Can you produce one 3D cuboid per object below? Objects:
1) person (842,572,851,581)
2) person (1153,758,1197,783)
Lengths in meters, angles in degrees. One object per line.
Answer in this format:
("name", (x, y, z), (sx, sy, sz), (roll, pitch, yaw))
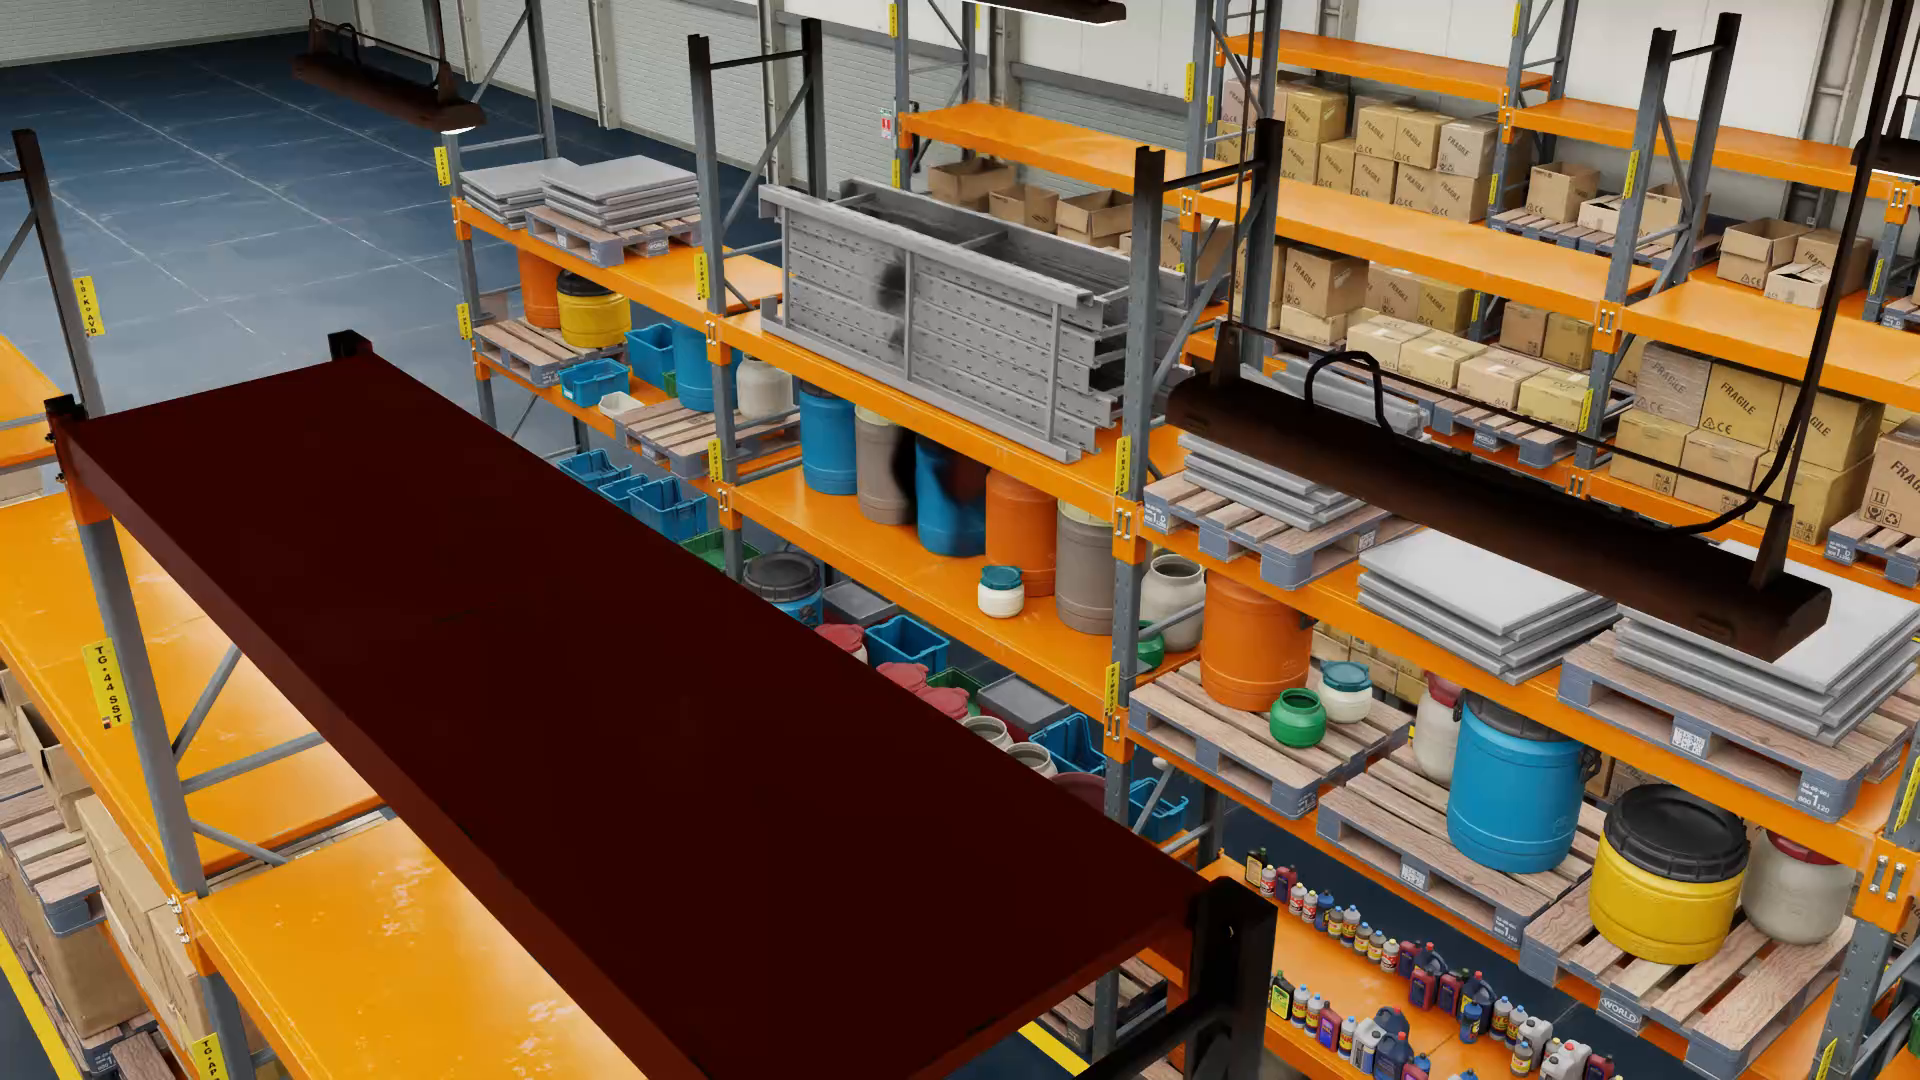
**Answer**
("person", (-0.992, -0.162, 15.389), (0.743, 1.886, 0.680), (19, 33, 33))
("person", (1.789, 1.246, 12.949), (0.542, 1.390, 0.540), (23, 35, 37))
